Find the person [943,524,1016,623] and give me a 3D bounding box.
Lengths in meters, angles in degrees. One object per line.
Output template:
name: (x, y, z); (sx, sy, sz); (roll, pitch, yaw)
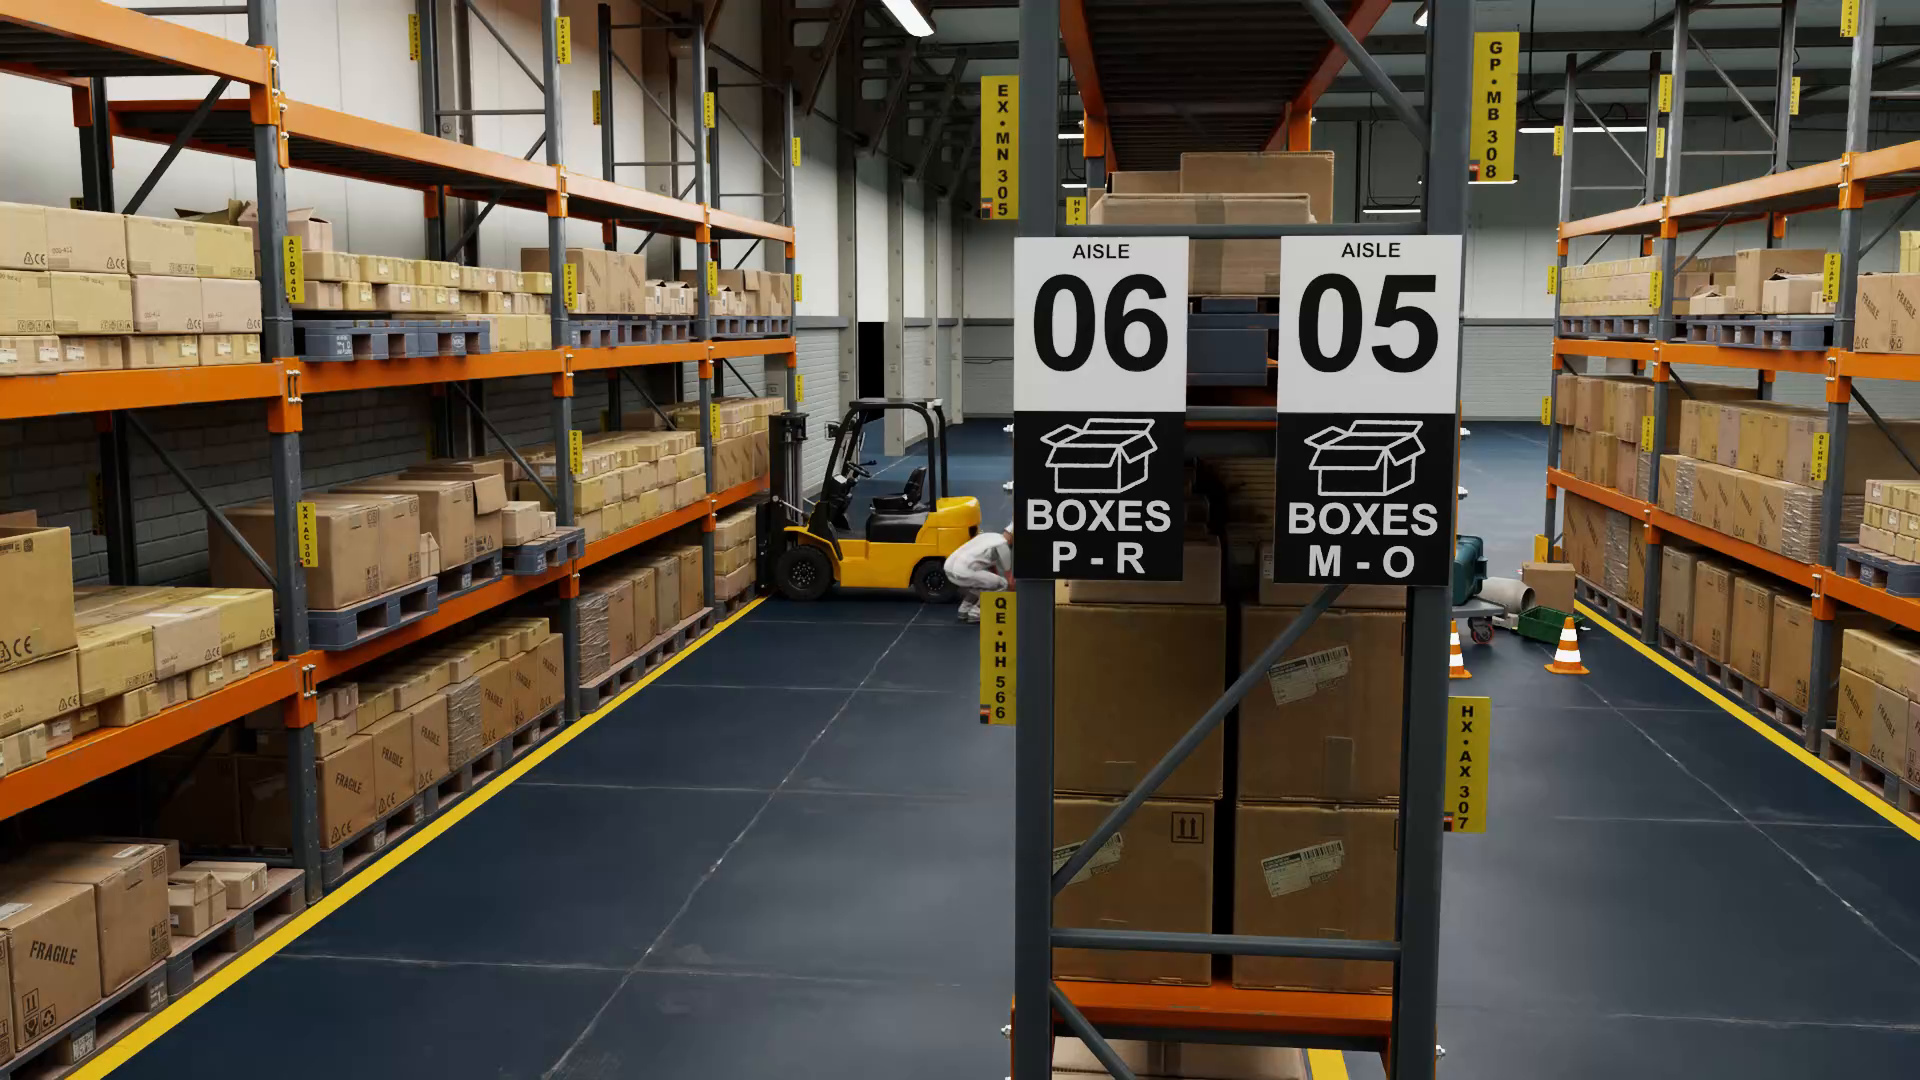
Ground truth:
person: (0.256, 0.334, 16.869); (0.881, 0.956, 0.571); (-3, 8, -23)
